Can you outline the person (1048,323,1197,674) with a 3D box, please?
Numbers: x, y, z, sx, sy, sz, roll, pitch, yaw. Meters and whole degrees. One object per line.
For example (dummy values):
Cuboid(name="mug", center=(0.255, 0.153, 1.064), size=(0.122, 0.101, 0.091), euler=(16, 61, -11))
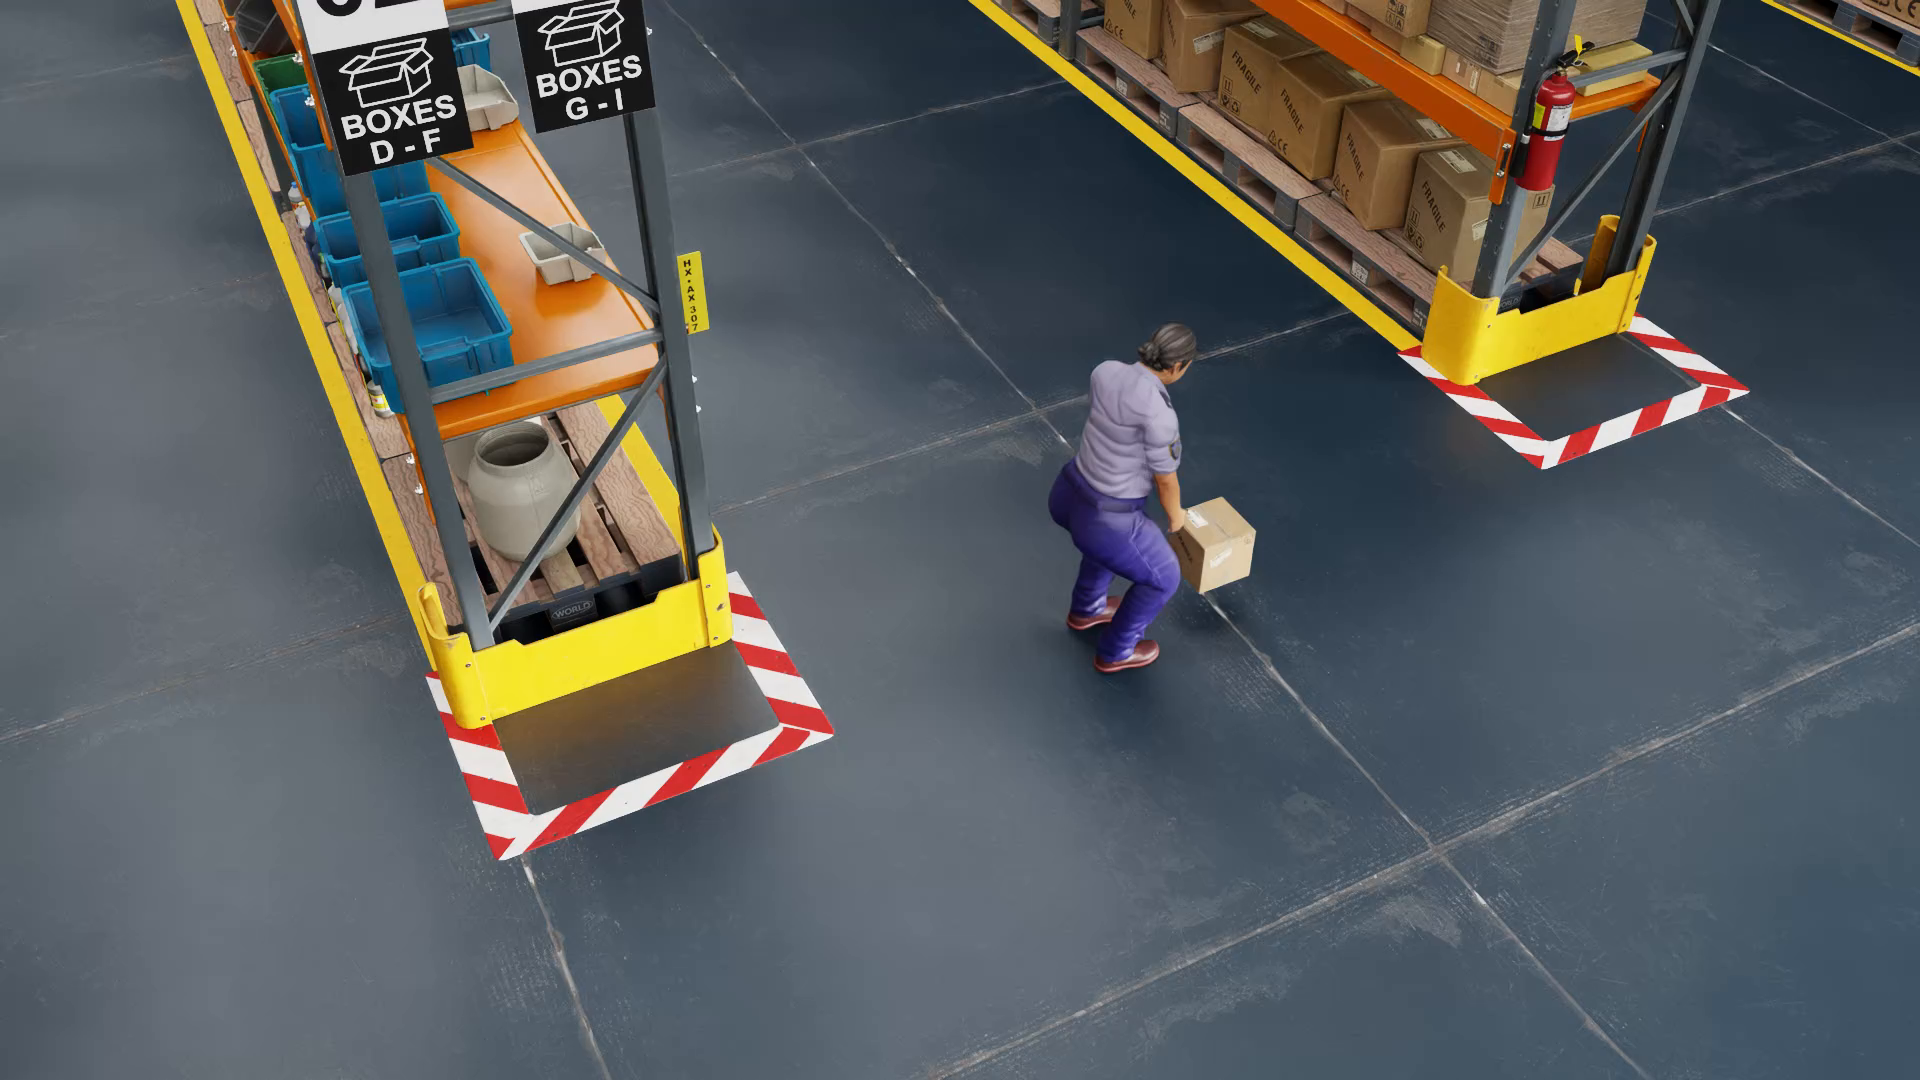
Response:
Cuboid(name="person", center=(0.619, -0.162, 6.482), size=(0.551, 1.490, 0.525), euler=(-18, 45, -20))
